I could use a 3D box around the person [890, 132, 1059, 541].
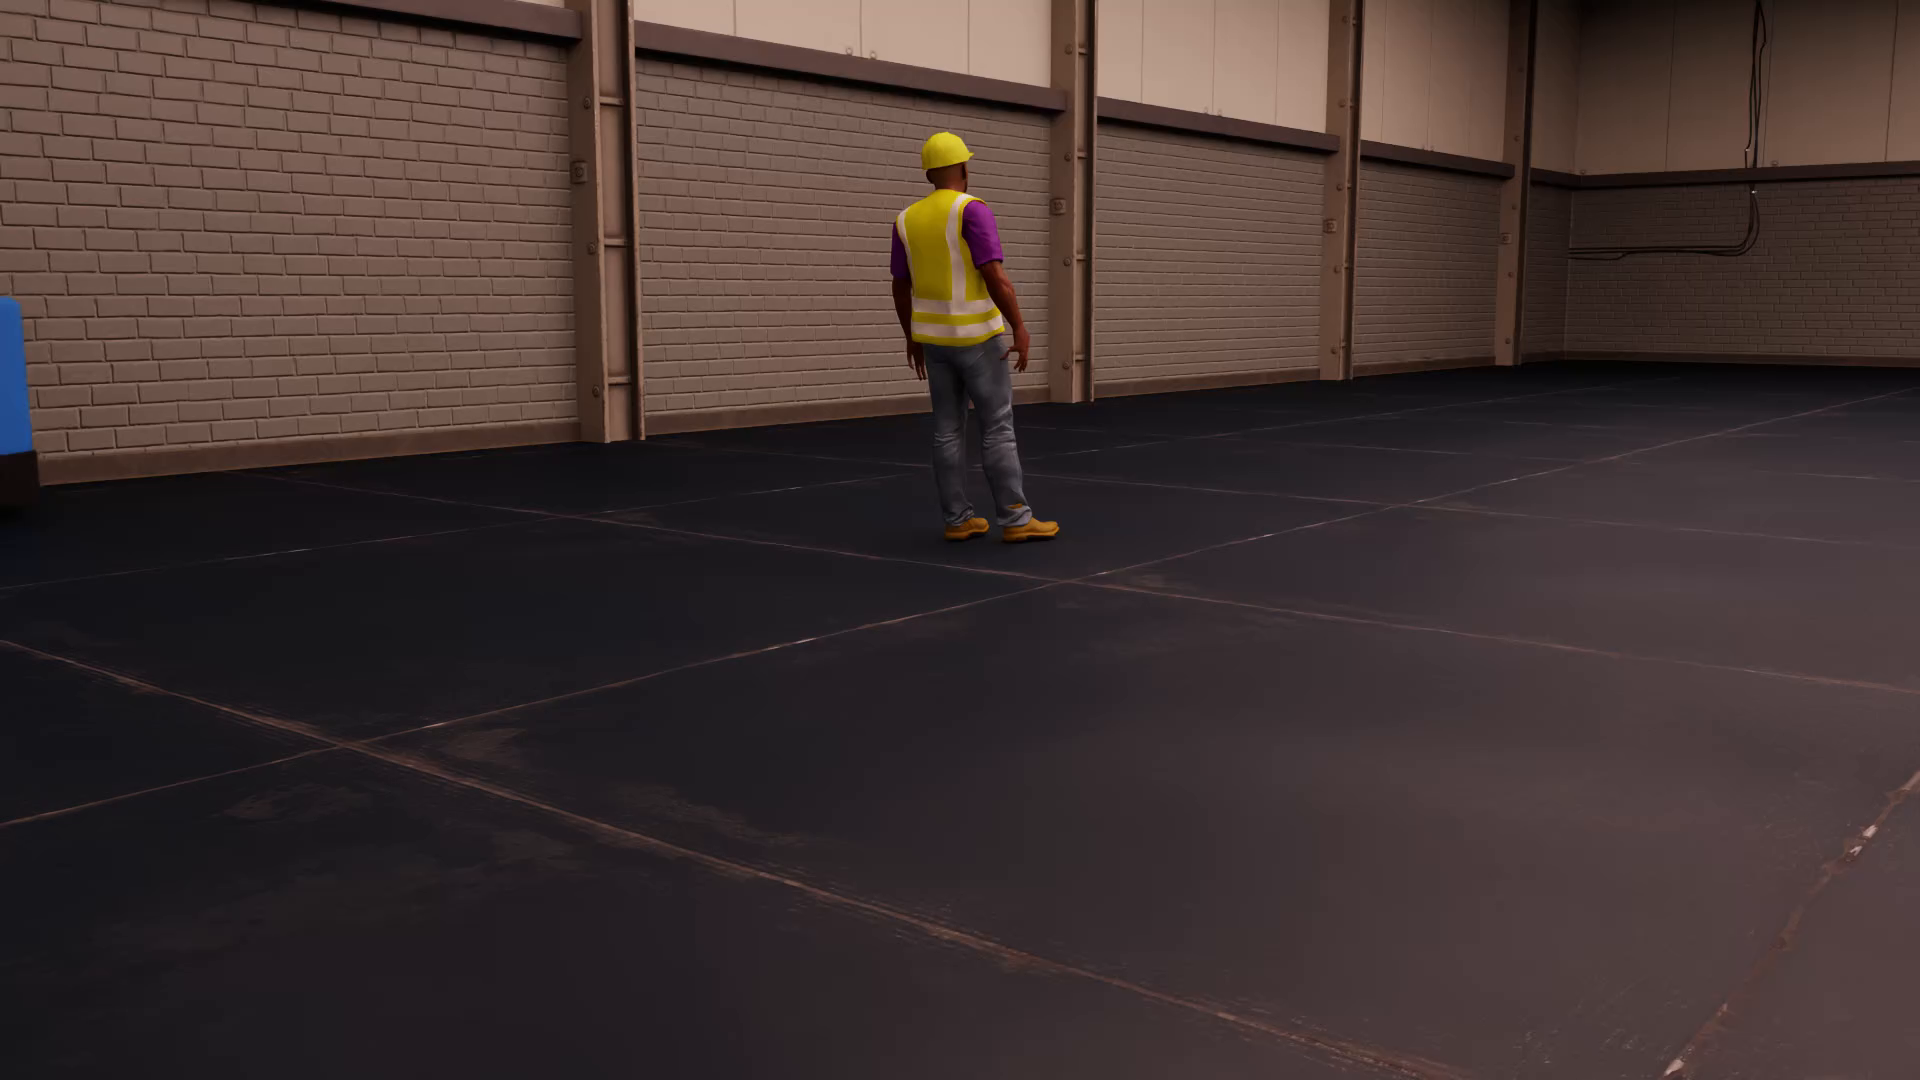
[{"bbox_3d":[0.048,-0.888,7.325,0.665,1.765,0.577,7,11,38],"label":"person"}]

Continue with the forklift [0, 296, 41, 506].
[{"bbox_3d":[-6.142,-1.536,7.782,3.031,2.935,1.130,1,8,4],"label":"forklift"}]
